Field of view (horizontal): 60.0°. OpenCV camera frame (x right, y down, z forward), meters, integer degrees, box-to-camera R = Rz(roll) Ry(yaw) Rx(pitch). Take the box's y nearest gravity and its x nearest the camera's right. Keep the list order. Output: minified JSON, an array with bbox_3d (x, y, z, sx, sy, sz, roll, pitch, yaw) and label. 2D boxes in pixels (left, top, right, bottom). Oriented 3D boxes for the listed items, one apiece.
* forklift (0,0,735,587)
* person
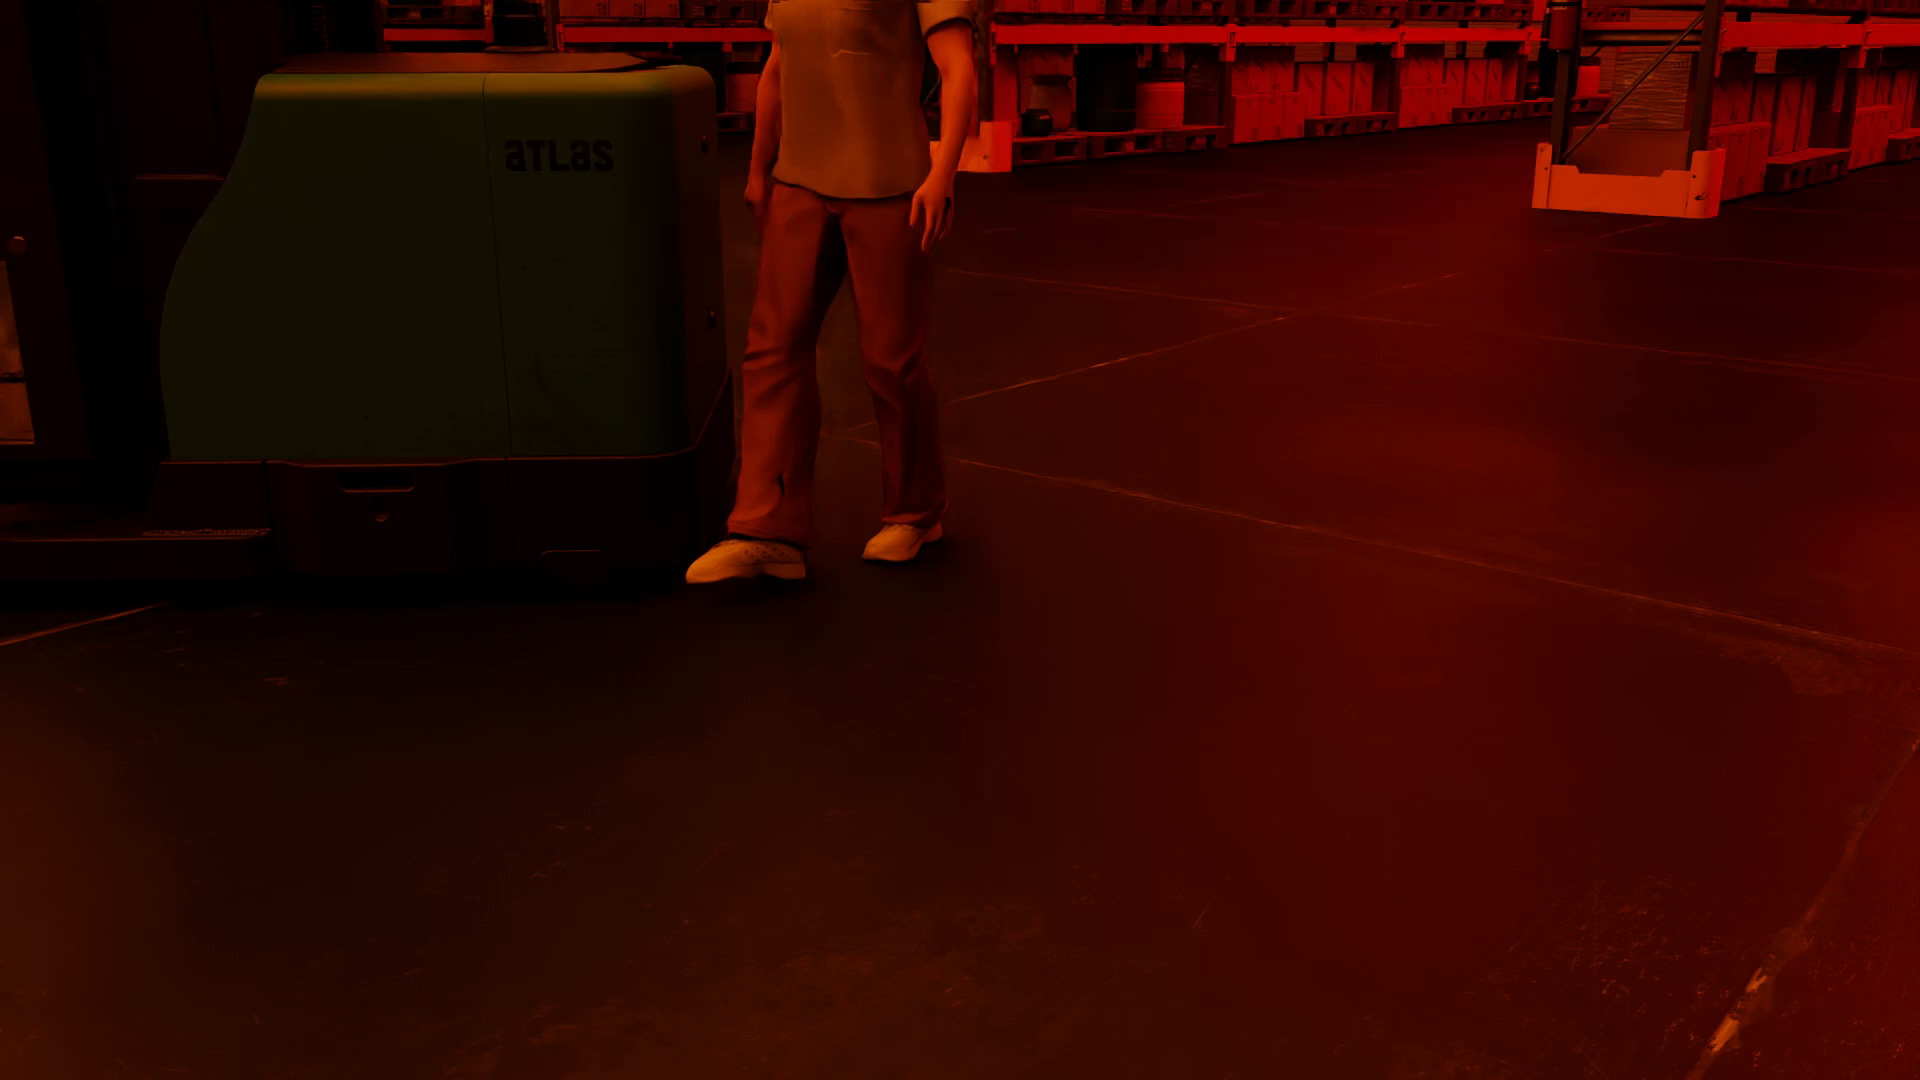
[{"bbox_3d":[-2.091,-1.410,3.539,3.031,2.935,1.130,-1,17,-2],"label":"forklift"},{"bbox_3d":[-0.274,-0.713,3.464,0.642,1.648,0.742,9,19,27],"label":"person"}]
